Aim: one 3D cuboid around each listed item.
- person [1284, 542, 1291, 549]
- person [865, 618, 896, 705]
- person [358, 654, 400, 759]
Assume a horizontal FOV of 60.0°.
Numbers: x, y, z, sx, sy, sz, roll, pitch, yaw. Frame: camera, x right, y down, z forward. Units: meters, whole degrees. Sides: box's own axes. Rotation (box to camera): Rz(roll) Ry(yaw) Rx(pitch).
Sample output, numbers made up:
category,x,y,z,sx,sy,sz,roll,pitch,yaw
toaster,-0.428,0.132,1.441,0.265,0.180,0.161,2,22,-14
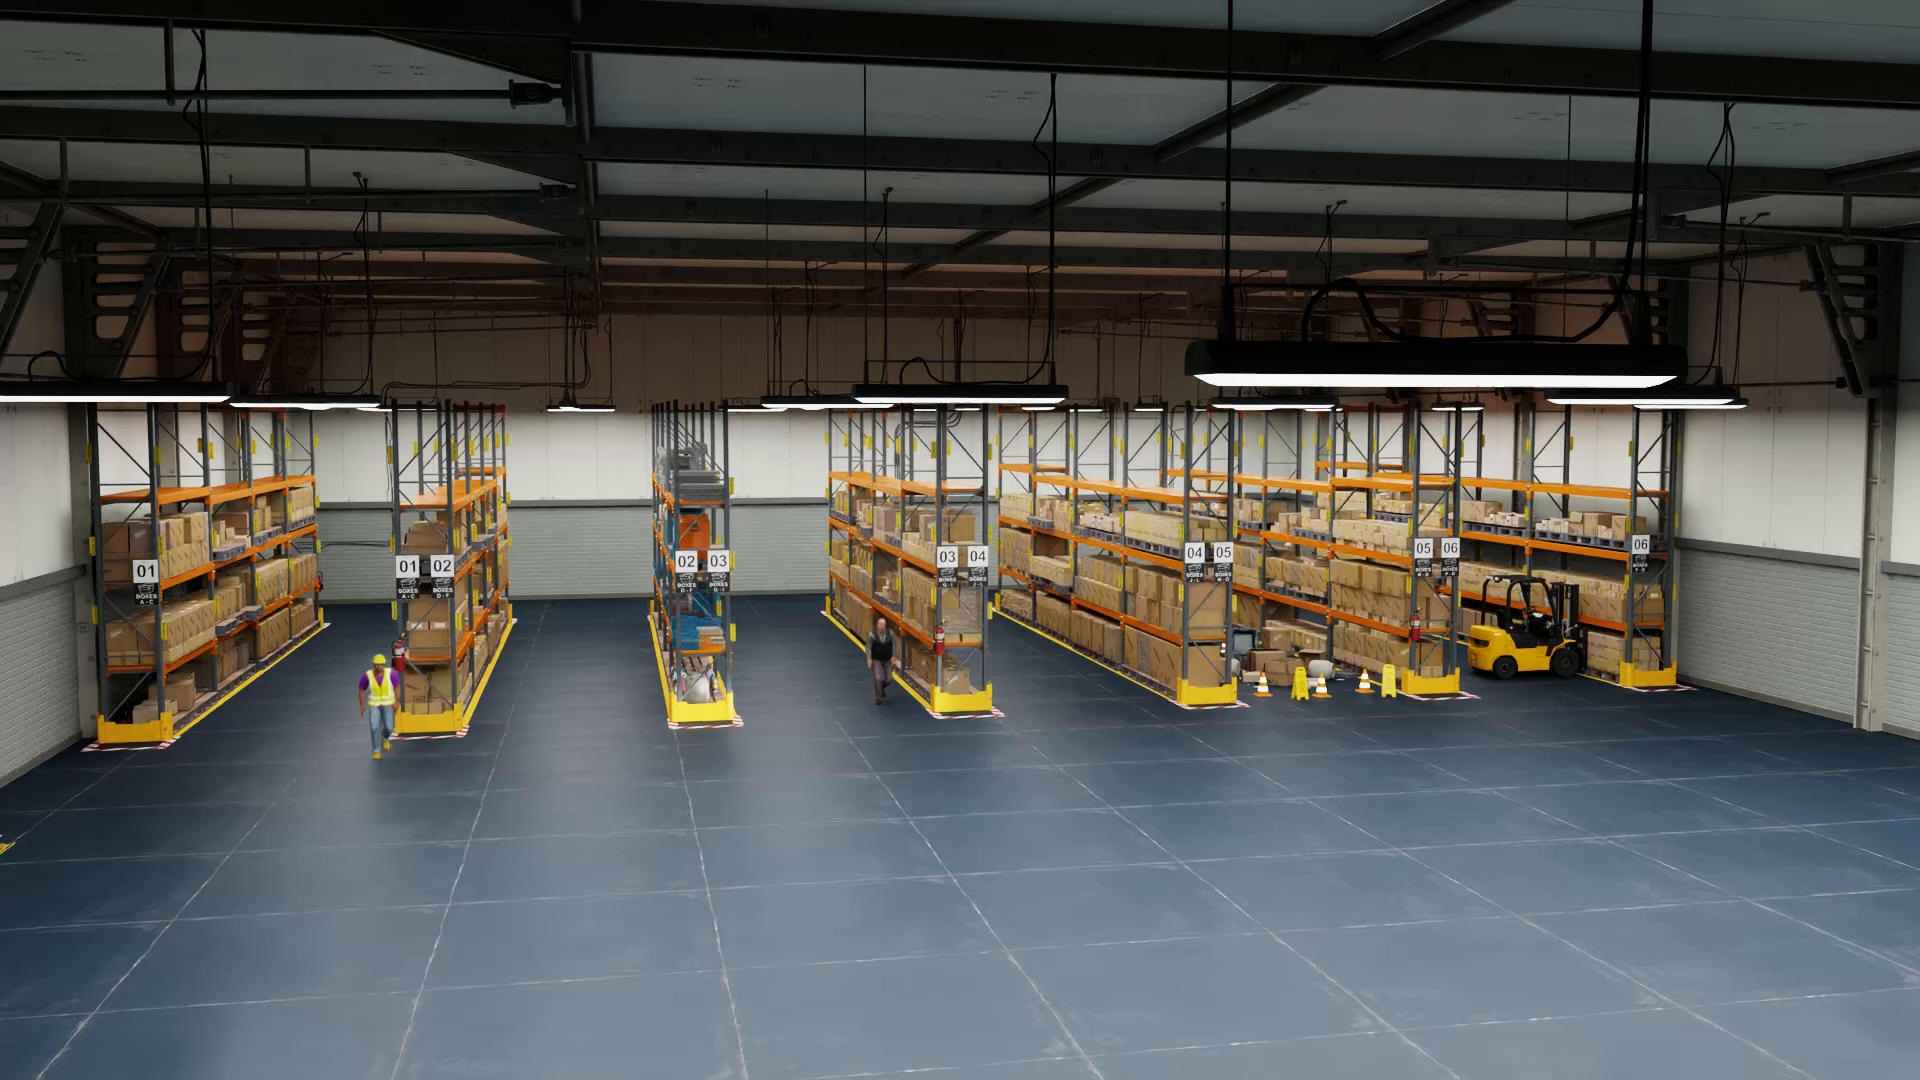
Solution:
category,x,y,z,sx,sy,sz,roll,pitch,yaw
person,10.202,0.893,51.759,0.575,1.709,0.575,3,5,33
person,-1.585,2.390,33.075,0.622,1.705,0.636,-1,4,-16
person,-9.722,2.761,27.852,0.659,1.744,0.657,-2,5,-21
